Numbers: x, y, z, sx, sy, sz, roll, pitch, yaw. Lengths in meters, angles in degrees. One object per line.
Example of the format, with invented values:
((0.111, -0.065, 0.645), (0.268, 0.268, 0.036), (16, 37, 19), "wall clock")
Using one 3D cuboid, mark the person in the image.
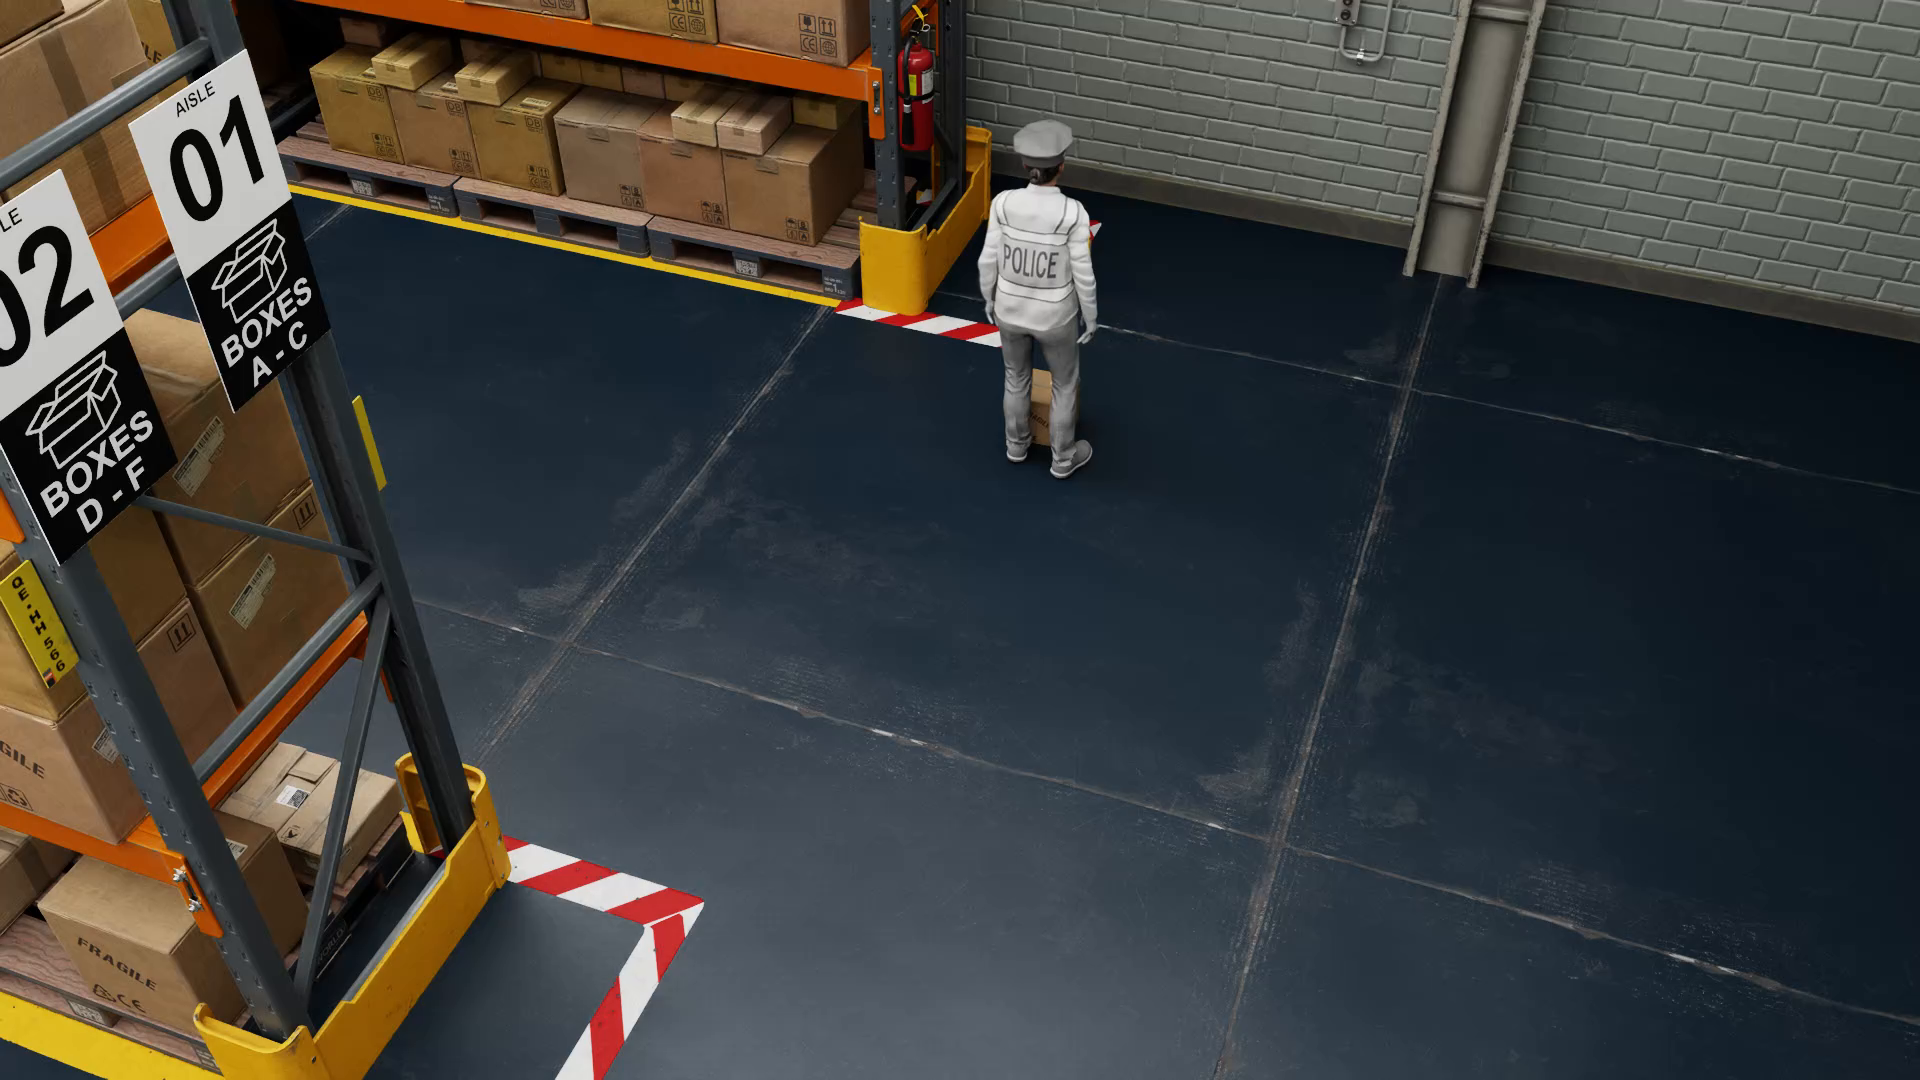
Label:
((0.348, -1.012, 7.290), (0.529, 1.664, 0.404), (13, 43, 15), "person")
